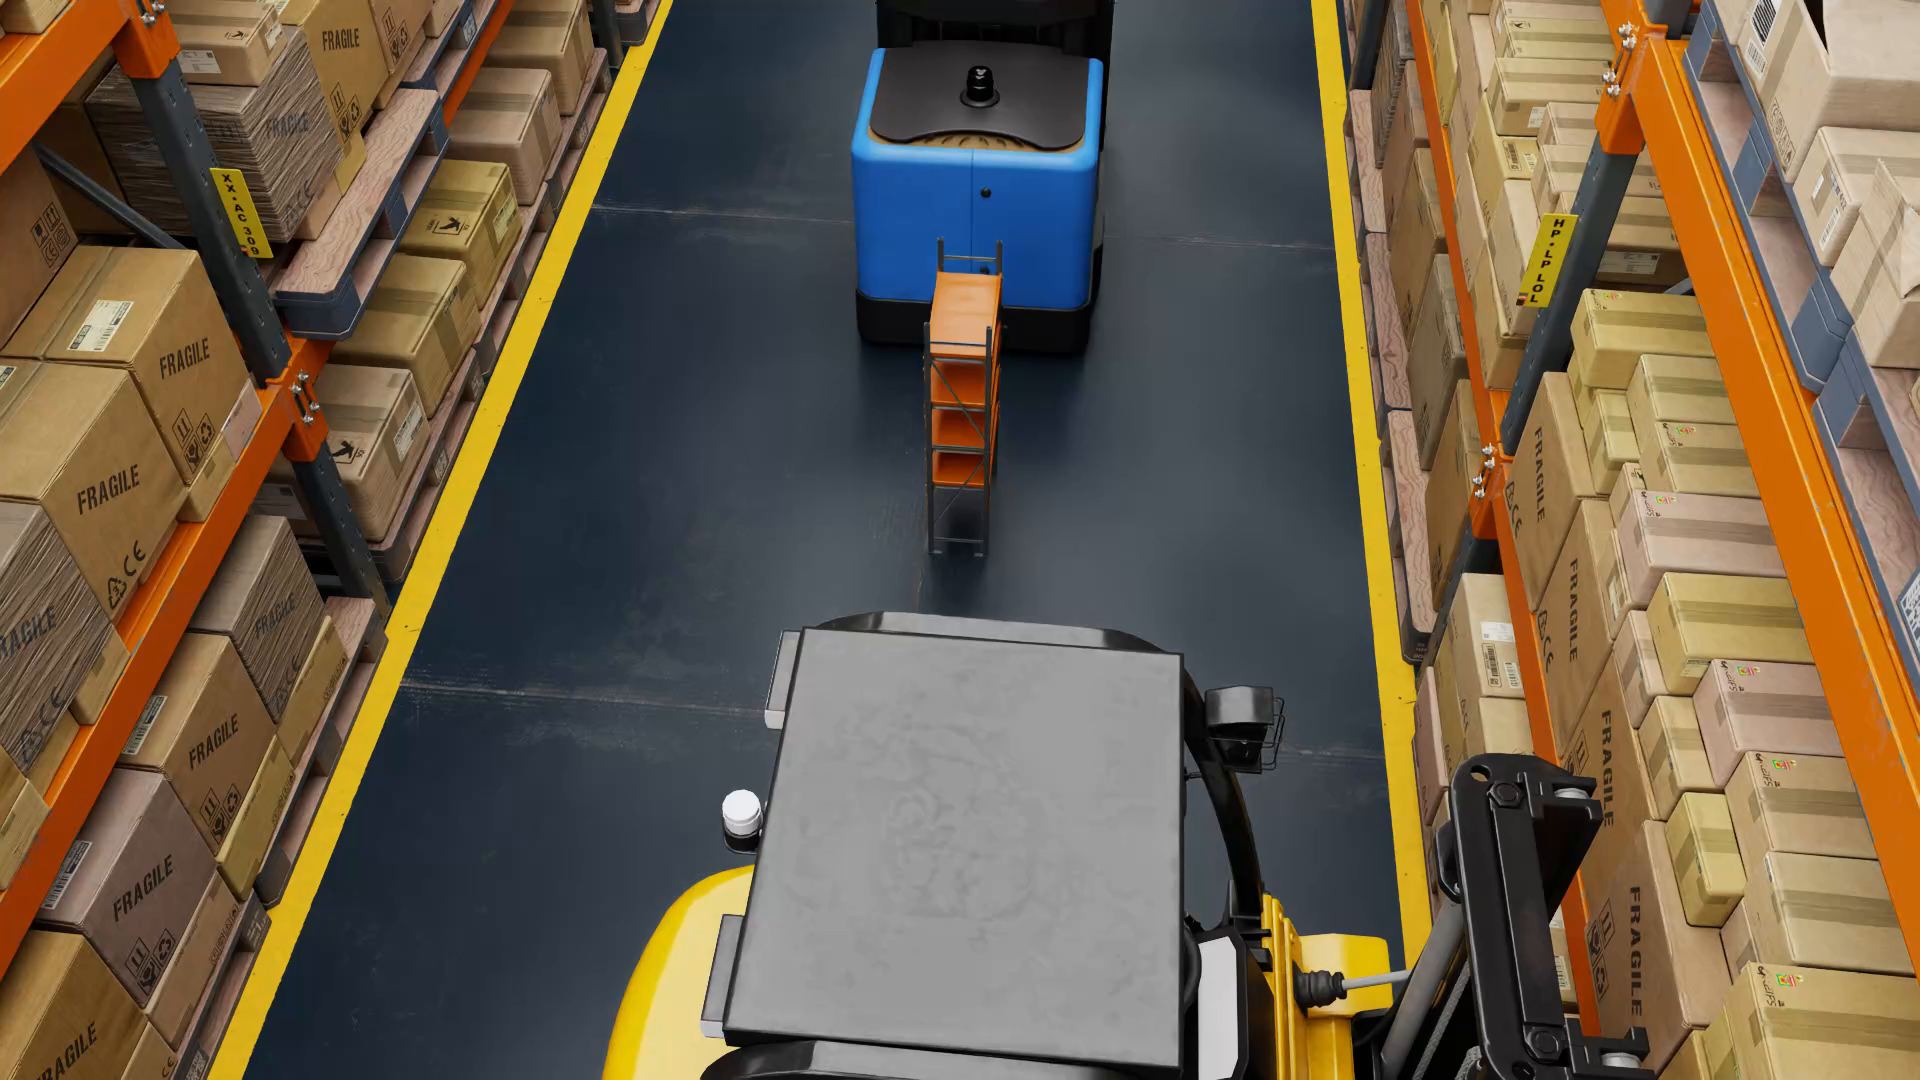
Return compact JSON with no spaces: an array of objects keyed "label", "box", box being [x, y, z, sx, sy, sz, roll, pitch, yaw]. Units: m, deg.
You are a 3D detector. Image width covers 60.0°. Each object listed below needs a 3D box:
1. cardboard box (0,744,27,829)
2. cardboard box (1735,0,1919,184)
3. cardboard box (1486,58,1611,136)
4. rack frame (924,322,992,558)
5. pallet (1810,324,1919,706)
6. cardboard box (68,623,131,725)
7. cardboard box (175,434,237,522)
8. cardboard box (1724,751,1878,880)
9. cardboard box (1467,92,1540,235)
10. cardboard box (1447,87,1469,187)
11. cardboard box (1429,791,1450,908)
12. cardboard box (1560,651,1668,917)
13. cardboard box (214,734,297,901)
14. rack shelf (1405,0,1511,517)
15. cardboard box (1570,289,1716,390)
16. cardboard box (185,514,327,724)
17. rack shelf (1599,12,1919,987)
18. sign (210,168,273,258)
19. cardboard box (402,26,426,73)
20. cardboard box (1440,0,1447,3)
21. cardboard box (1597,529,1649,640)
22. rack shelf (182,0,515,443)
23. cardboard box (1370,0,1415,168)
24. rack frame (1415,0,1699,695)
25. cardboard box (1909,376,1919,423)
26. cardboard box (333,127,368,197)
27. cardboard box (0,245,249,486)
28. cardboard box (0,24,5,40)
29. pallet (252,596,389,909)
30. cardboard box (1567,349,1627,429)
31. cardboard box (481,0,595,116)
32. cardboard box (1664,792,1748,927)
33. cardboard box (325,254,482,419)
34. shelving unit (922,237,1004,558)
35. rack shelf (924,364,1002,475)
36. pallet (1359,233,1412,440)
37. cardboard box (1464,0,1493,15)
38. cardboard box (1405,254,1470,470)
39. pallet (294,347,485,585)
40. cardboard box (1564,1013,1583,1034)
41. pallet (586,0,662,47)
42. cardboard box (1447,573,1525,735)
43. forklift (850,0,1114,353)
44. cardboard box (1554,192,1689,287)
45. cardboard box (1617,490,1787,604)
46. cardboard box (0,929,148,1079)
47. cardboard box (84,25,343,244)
[{"label":"cardboard box","box":[-2.648,0.615,3.911,0.500,0.500,0.500,3,48,3]},{"label":"cardboard box","box":[1.895,-0.963,3.299,0.500,0.311,0.500,5,48,4]},{"label":"cardboard box","box":[1.996,-1.488,5.597,0.380,0.149,0.250,3,48,2]},{"label":"rack frame","box":[-0.007,-0.347,6.280,0.240,1.200,0.015,4,48,4]},{"label":"pallet","box":[2.048,0.140,2.642,1.003,0.211,1.213,4,48,4]},{"label":"cardboard box","box":[-2.545,0.357,4.586,0.380,0.149,0.250,3,48,3]},{"label":"cardboard box","box":[-2.471,-0.206,5.101,0.380,0.149,0.250,5,48,4]},{"label":"cardboard box","box":[1.846,0.598,3.487,0.380,0.149,0.250,4,48,4]},{"label":"cardboard box","box":[2.043,-1.274,5.672,0.500,0.250,0.500,3,48,3]},{"label":"cardboard box","box":[2.115,-1.470,6.189,0.500,0.250,0.500,4,48,4]},{"label":"cardboard box","box":[1.809,1.094,5.321,0.500,0.250,0.500,3,48,3]},{"label":"cardboard box","box":[1.837,0.631,4.098,0.500,0.500,0.500,3,48,3]},{"label":"cardboard box","box":[-2.555,0.900,5.499,0.500,0.250,0.500,3,48,2]},{"label":"rack shelf","box":[2.396,-1.627,6.718,1.077,0.370,4.000,4,48,4]},{"label":"cardboard box","box":[1.889,-0.539,4.527,0.380,0.149,0.250,5,48,4]},{"label":"cardboard box","box":[-2.516,0.255,5.580,0.500,0.500,0.500,3,48,3]},{"label":"rack shelf","box":[2.031,0.300,2.923,1.077,0.370,4.000,4,48,4]},{"label":"sign","box":[-2.189,-0.992,5.064,0.100,0.325,0.005,4,48,4]},{"label":"cardboard box","box":[-2.294,-1.937,6.400,0.380,0.149,0.250,4,48,4]},{"label":"cardboard box","box":[2.182,-2.396,6.698,0.500,0.250,0.500,3,48,3]},{"label":"cardboard box","box":[1.808,0.124,4.122,0.380,0.149,0.250,5,48,4]},{"label":"rack shelf","box":[-2.548,-1.958,7.021,1.077,0.370,4.000,4,48,4]},{"label":"cardboard box","box":[2.508,-2.222,8.100,0.875,0.625,0.625,5,48,5]},{"label":"rack frame","box":[2.214,-0.400,5.109,1.000,3.000,0.127,4,48,4]},{"label":"cardboard box","box":[1.931,-0.198,2.469,0.797,0.503,0.637,5,48,5]},{"label":"cardboard box","box":[-2.333,-1.356,5.869,0.380,0.149,0.250,5,48,4]},{"label":"cardboard box","box":[-2.523,-0.522,4.951,0.500,0.500,0.500,3,48,3]},{"label":"cardboard box","box":[-2.565,-1.227,4.002,0.380,0.149,0.250,4,48,4]},{"label":"pallet","box":[-2.756,0.706,5.987,1.003,0.211,1.213,4,48,4]},{"label":"cardboard box","box":[1.923,-0.436,4.635,0.380,0.149,0.250,3,48,3]},{"label":"cardboard box","box":[-2.427,-2.511,8.536,0.950,0.372,0.625,1,48,1]},{"label":"cardboard box","box":[1.762,0.699,3.597,0.380,0.149,0.250,3,48,3]},{"label":"cardboard box","box":[-2.622,-0.900,7.062,0.950,0.372,0.625,7,48,6]},{"label":"shelving unit","box":[0.015,-0.527,6.444,0.258,1.200,0.503,4,48,4]},{"label":"rack shelf","box":[0.015,-0.481,6.494,0.258,0.148,0.480,4,48,4]},{"label":"pallet","box":[2.350,-0.902,7.458,1.003,0.211,1.213,4,48,4]},{"label":"cardboard box","box":[2.058,-2.059,6.119,0.380,0.149,0.250,3,48,2]},{"label":"cardboard box","box":[2.328,-0.694,6.703,0.875,0.625,0.625,3,48,3]},{"label":"pallet","box":[-2.660,-0.362,6.964,1.003,0.211,1.213,4,48,4]},{"label":"cardboard box","box":[1.711,1.510,4.263,0.500,0.250,0.500,3,48,3]},{"label":"pallet","box":[-2.218,-3.303,9.654,1.003,0.211,1.213,4,48,4]},{"label":"cardboard box","box":[1.857,0.383,5.294,0.500,0.250,0.500,3,48,3]},{"label":"forklift","box":[0.183,-2.920,7.460,1.130,2.935,3.031,4,48,3]},{"label":"cardboard box","box":[2.024,-0.918,5.076,0.380,0.149,0.250,5,48,5]},{"label":"cardboard box","box":[1.815,0.030,4.007,0.380,0.149,0.250,5,48,4]},{"label":"cardboard box","box":[-2.647,1.397,4.536,0.500,0.500,0.500,5,48,4]},{"label":"cardboard box","box":[-2.401,-1.332,5.407,0.500,0.500,0.500,5,48,4]}]
